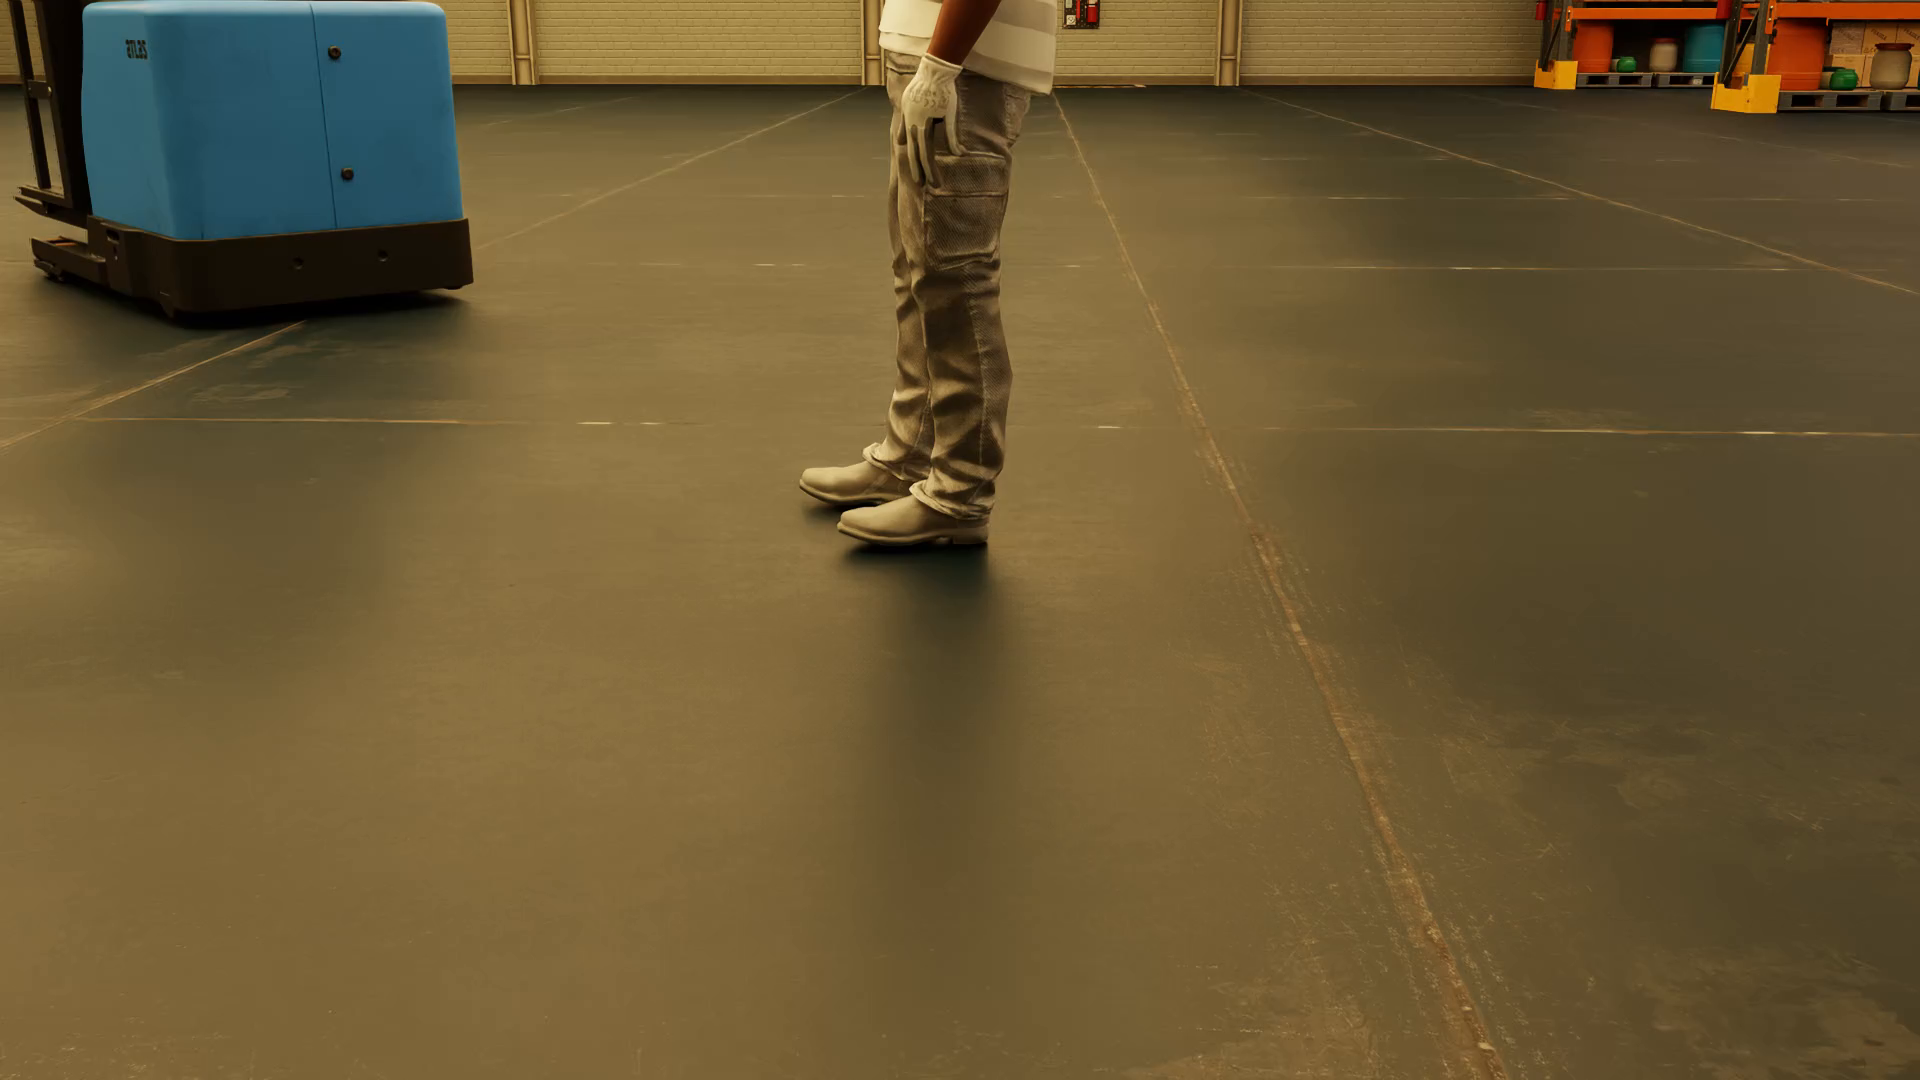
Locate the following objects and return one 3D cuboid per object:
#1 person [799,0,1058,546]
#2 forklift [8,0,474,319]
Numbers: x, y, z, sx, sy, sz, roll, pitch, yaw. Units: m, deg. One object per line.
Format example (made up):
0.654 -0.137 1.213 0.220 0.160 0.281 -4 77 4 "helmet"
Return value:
-0.072 -0.862 3.115 0.575 1.785 0.657 1 17 2 "person"
-3.174 -2.524 6.557 1.130 2.935 3.031 -15 22 -39 "forklift"
